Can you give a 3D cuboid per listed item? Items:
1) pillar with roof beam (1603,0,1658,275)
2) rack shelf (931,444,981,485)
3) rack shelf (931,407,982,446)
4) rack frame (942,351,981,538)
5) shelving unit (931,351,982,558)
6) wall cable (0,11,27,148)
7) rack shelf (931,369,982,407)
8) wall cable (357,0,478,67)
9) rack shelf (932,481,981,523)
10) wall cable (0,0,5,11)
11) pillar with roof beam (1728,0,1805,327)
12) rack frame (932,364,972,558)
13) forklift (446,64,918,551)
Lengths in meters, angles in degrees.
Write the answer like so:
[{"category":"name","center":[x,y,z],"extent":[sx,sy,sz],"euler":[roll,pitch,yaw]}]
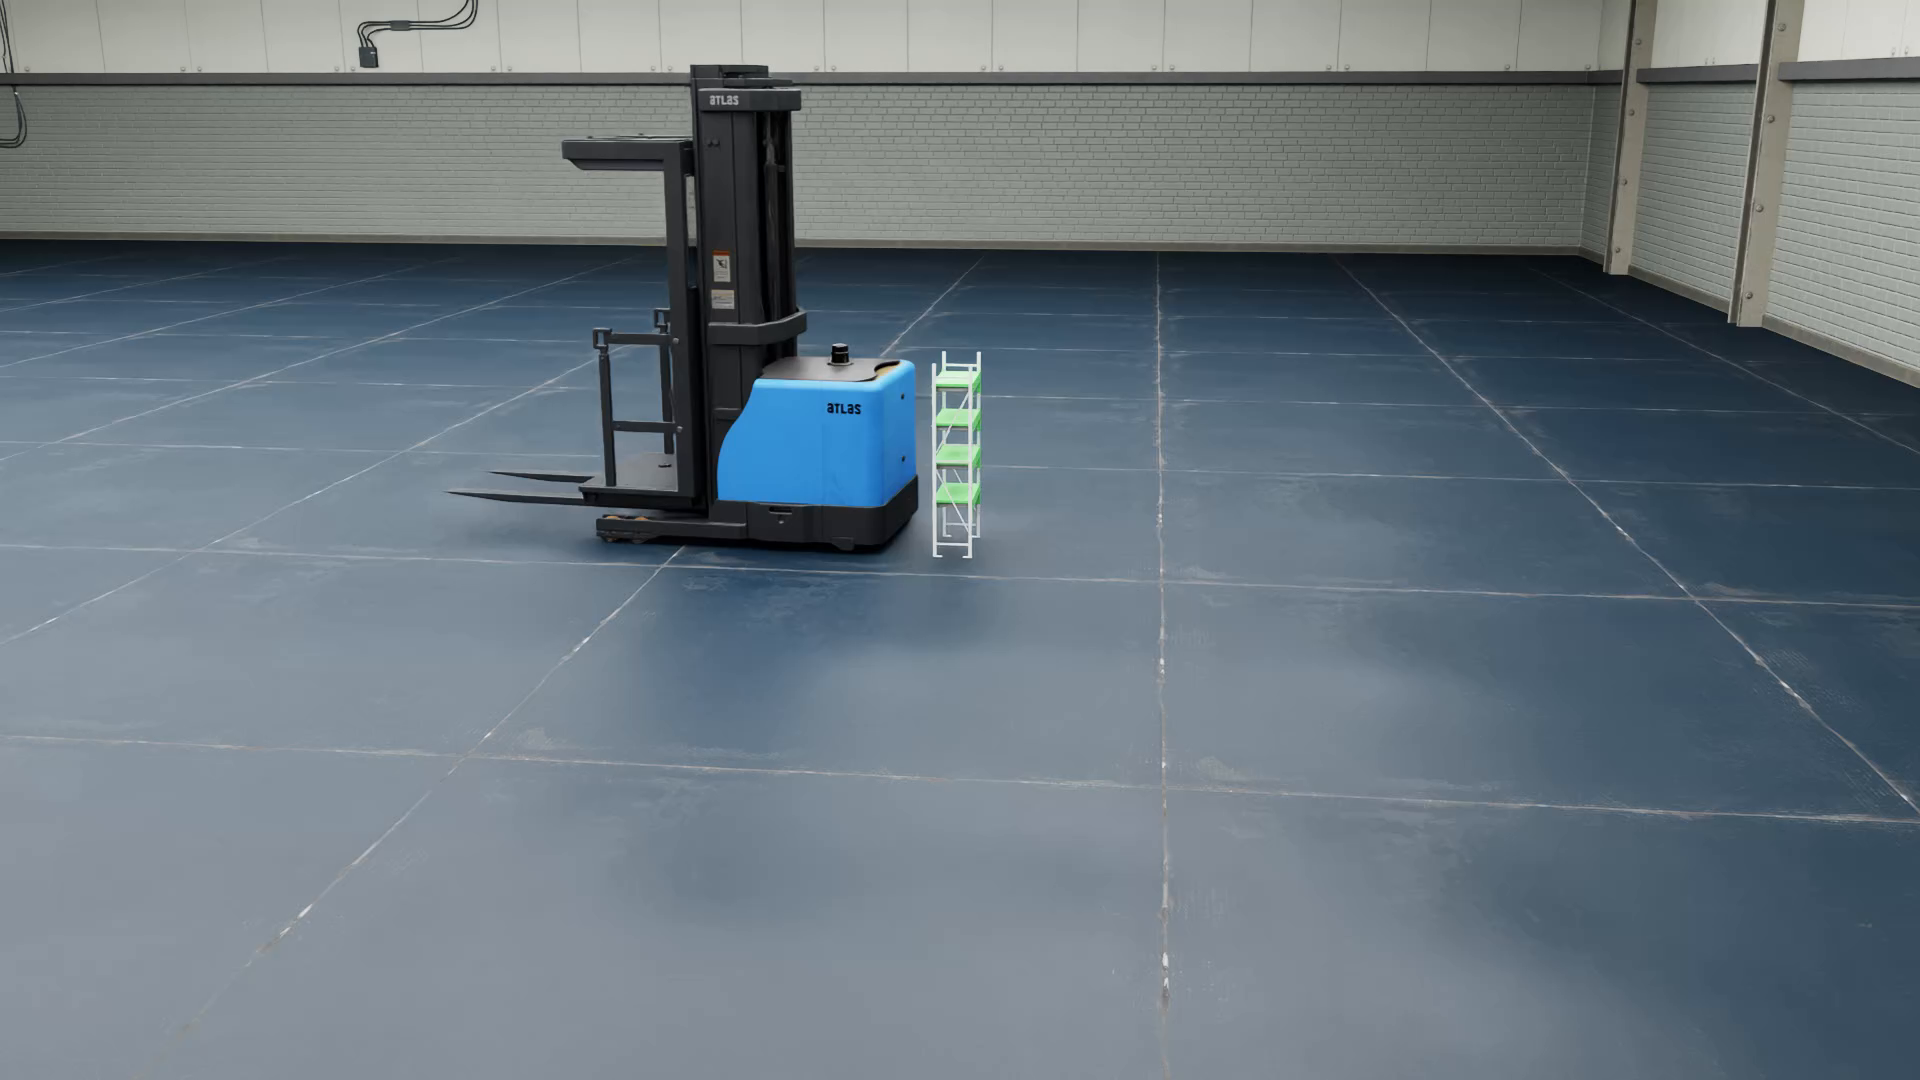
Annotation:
[{"category":"pillar with roof beam","center":[6.073,-8.680,25.521],"extent":[9.100,9.000,0.400],"euler":[2,15,6]},{"category":"rack shelf","center":[-0.019,-0.475,10.363],"extent":[0.258,0.148,0.480],"euler":[2,15,6]},{"category":"rack shelf","center":[-0.019,-0.706,10.301],"extent":[0.258,0.148,0.480],"euler":[2,15,6]},{"category":"rack frame","center":[0.009,-0.600,10.581],"extent":[0.240,1.200,0.015],"euler":[2,15,6]},{"category":"shelving unit","center":[-0.019,-0.536,10.347],"extent":[0.258,1.200,0.503],"euler":[2,15,6]},{"category":"wall cable","center":[-19.302,-8.707,31.571],"extent":[3.097,2.526,0.112],"euler":[2,15,6]},{"category":"rack shelf","center":[-0.019,-0.938,10.238],"extent":[0.258,0.148,0.480],"euler":[2,15,6]},{"category":"wall cable","center":[-9.871,-11.564,29.672],"extent":[2.305,6.003,0.169],"euler":[2,15,6]},{"category":"rack shelf","center":[-0.019,-0.243,10.426],"extent":[0.258,0.148,0.480],"euler":[2,15,6]},{"category":"wall cable","center":[-16.614,-11.065,30.617],"extent":[3.097,2.526,0.112],"euler":[2,15,6]},{"category":"pillar with roof beam","center":[5.396,-7.123,19.766],"extent":[9.100,9.000,0.400],"euler":[2,15,6]},{"category":"rack frame","center":[-0.046,-0.473,10.113],"extent":[0.240,1.200,0.015],"euler":[2,15,6]},{"category":"forklift","center":[-1.851,-1.523,10.680],"extent":[3.031,2.935,1.130],"euler":[3,15,12]}]
